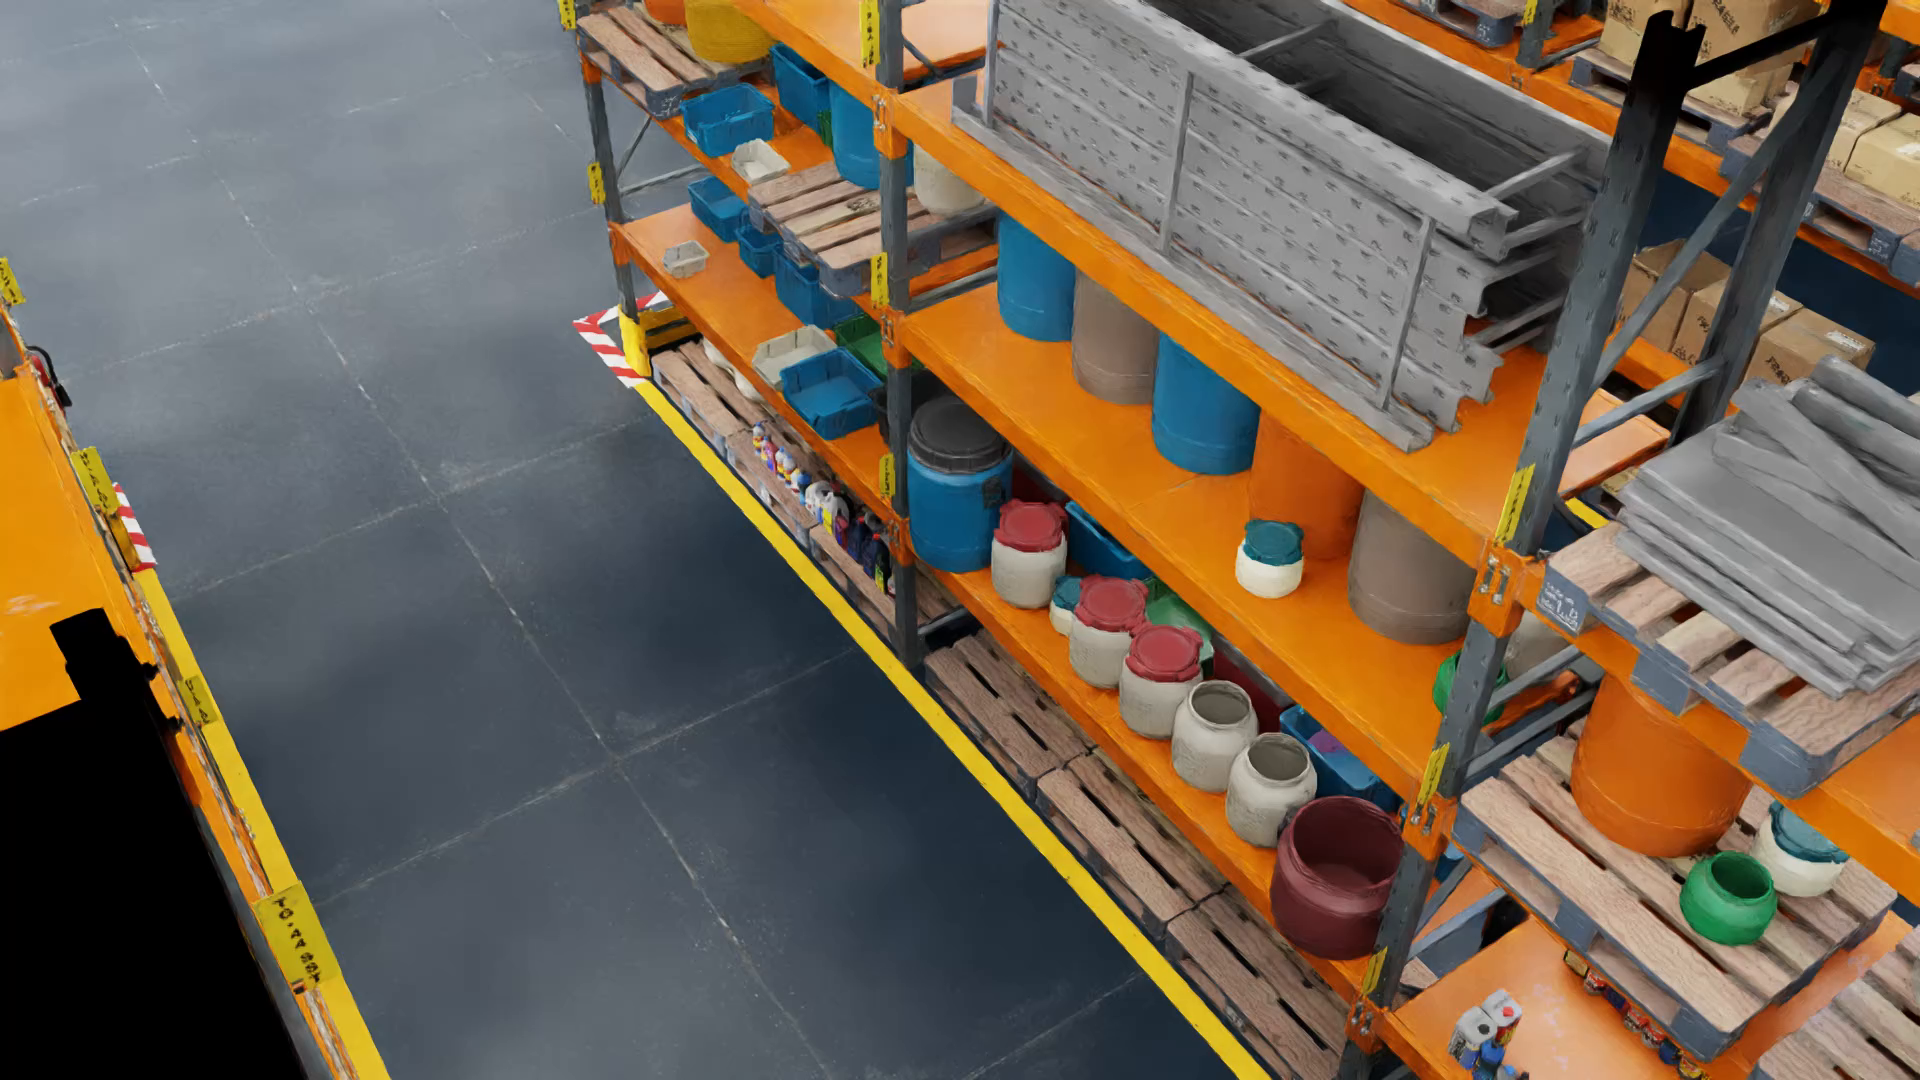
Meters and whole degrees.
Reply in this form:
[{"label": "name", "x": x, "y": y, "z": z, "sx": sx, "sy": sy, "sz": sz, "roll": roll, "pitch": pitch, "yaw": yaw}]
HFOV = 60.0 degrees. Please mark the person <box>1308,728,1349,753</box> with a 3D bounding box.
[{"label": "person", "x": 1.931, "y": 1.437, "z": 8.941, "sx": 0.462, "sy": 1.556, "sz": 0.875, "roll": -8, "pitch": 43, "yaw": -9}]
